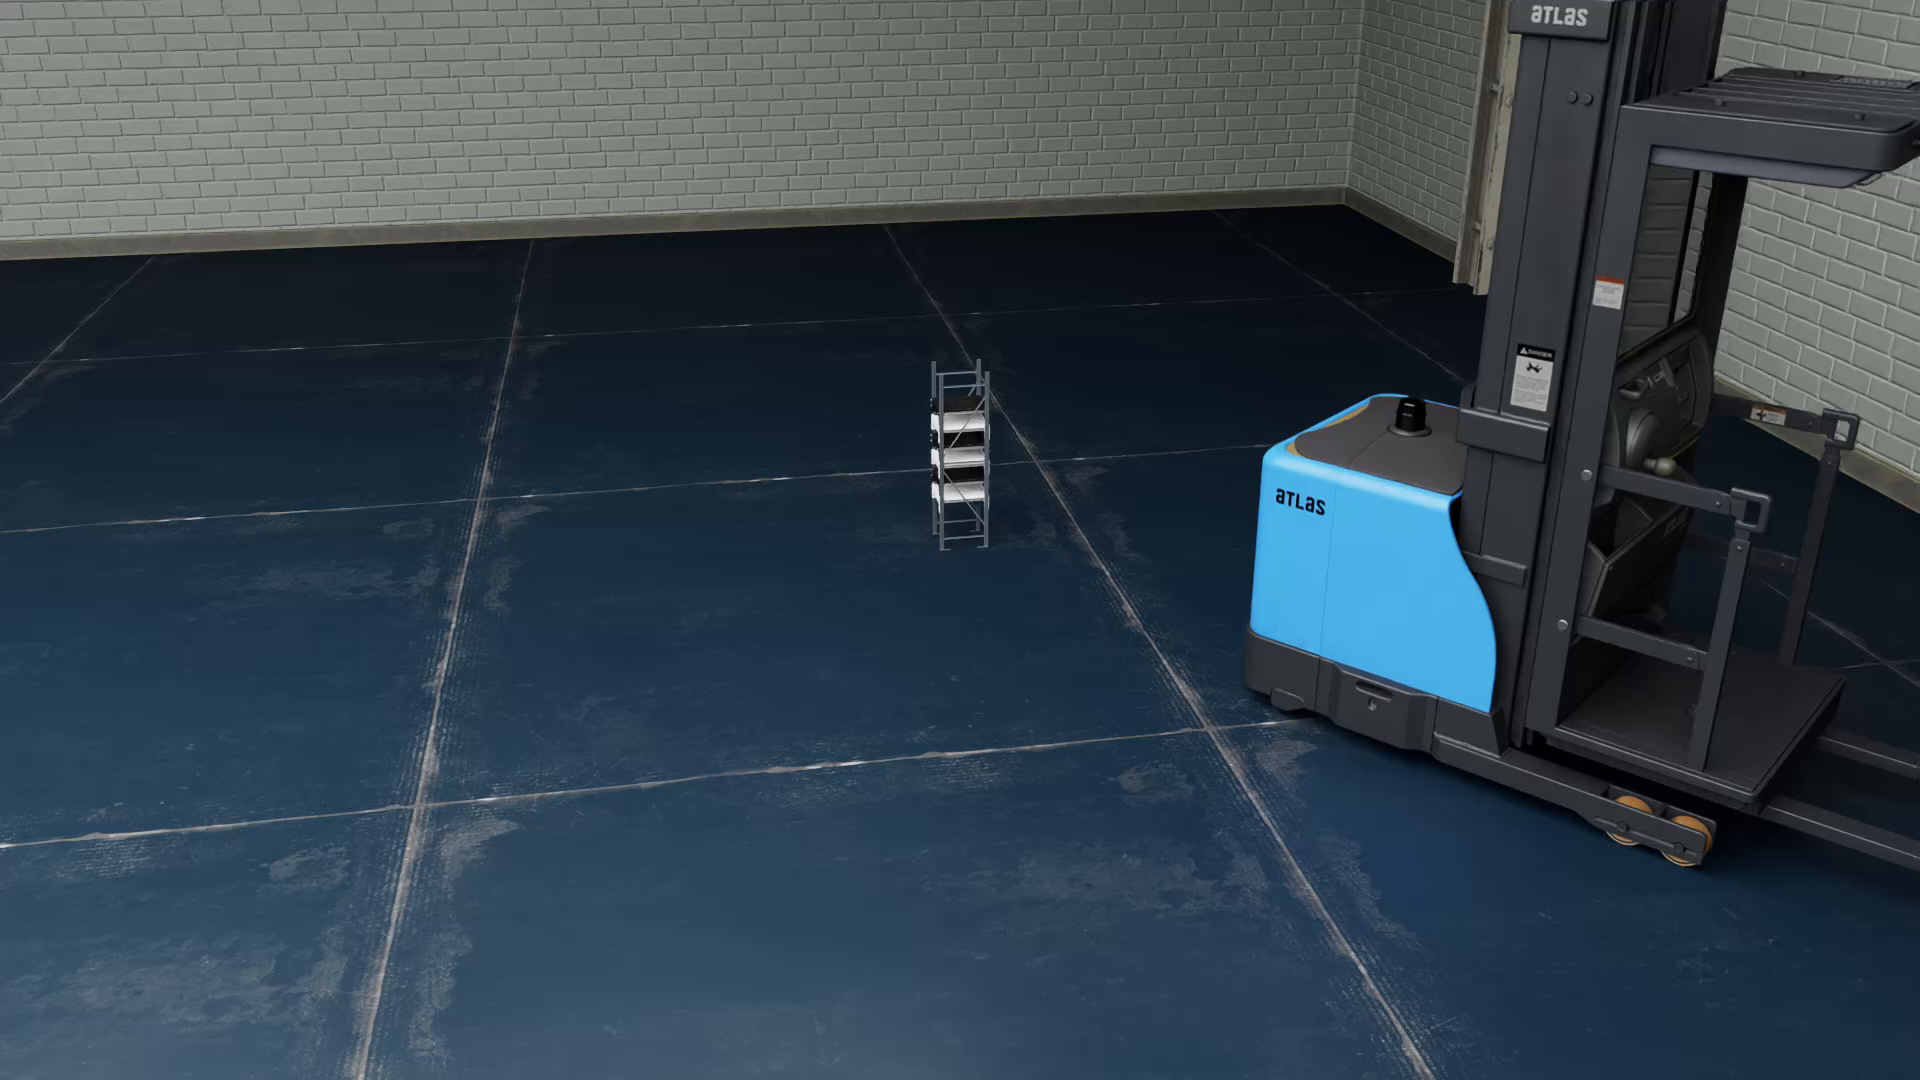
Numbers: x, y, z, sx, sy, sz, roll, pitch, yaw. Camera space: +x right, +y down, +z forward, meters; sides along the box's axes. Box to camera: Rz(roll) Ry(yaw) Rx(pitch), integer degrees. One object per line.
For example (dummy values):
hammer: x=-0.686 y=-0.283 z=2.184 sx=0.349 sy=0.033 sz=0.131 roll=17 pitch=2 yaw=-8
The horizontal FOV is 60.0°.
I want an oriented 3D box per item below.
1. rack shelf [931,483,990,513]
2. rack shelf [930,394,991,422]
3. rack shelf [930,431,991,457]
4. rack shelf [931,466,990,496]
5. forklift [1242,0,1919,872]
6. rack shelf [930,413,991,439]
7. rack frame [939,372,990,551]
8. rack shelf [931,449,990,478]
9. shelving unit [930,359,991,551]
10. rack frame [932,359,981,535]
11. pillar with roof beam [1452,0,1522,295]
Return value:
rack shelf: x=0.001 y=-0.214 z=8.148 sx=0.258 sy=0.077 sz=0.200 roll=-4 pitch=24 yaw=-10
rack shelf: x=0.001 y=-0.626 z=7.968 sx=0.258 sy=0.077 sz=0.200 roll=-4 pitch=24 yaw=-10
rack shelf: x=0.001 y=-0.461 z=8.040 sx=0.258 sy=0.077 sz=0.200 roll=-4 pitch=24 yaw=-10
rack shelf: x=0.001 y=-0.296 z=8.112 sx=0.258 sy=0.077 sz=0.200 roll=-4 pitch=24 yaw=-10
forklift: x=2.595 y=-0.466 z=5.654 sx=3.031 sy=2.935 sz=1.130 roll=19 pitch=30 yaw=37
rack shelf: x=0.001 y=-0.544 z=8.004 sx=0.258 sy=0.077 sz=0.200 roll=-4 pitch=24 yaw=-10
rack frame: x=0.020 y=-0.369 z=7.971 sx=0.240 sy=0.900 sz=0.006 roll=-4 pitch=24 yaw=-10
rack shelf: x=0.001 y=-0.379 z=8.076 sx=0.258 sy=0.077 sz=0.200 roll=-4 pitch=24 yaw=-10
shelving unit: x=0.001 y=-0.409 z=8.063 sx=0.258 sy=0.900 sz=0.210 roll=-4 pitch=24 yaw=-10
rack frame: x=-0.017 y=-0.449 z=8.154 sx=0.240 sy=0.900 sz=0.006 roll=-4 pitch=24 yaw=-10
pillar with roof beam: x=-0.253 y=-5.730 z=10.127 sx=9.100 sy=9.000 sz=0.400 roll=-4 pitch=24 yaw=-10
